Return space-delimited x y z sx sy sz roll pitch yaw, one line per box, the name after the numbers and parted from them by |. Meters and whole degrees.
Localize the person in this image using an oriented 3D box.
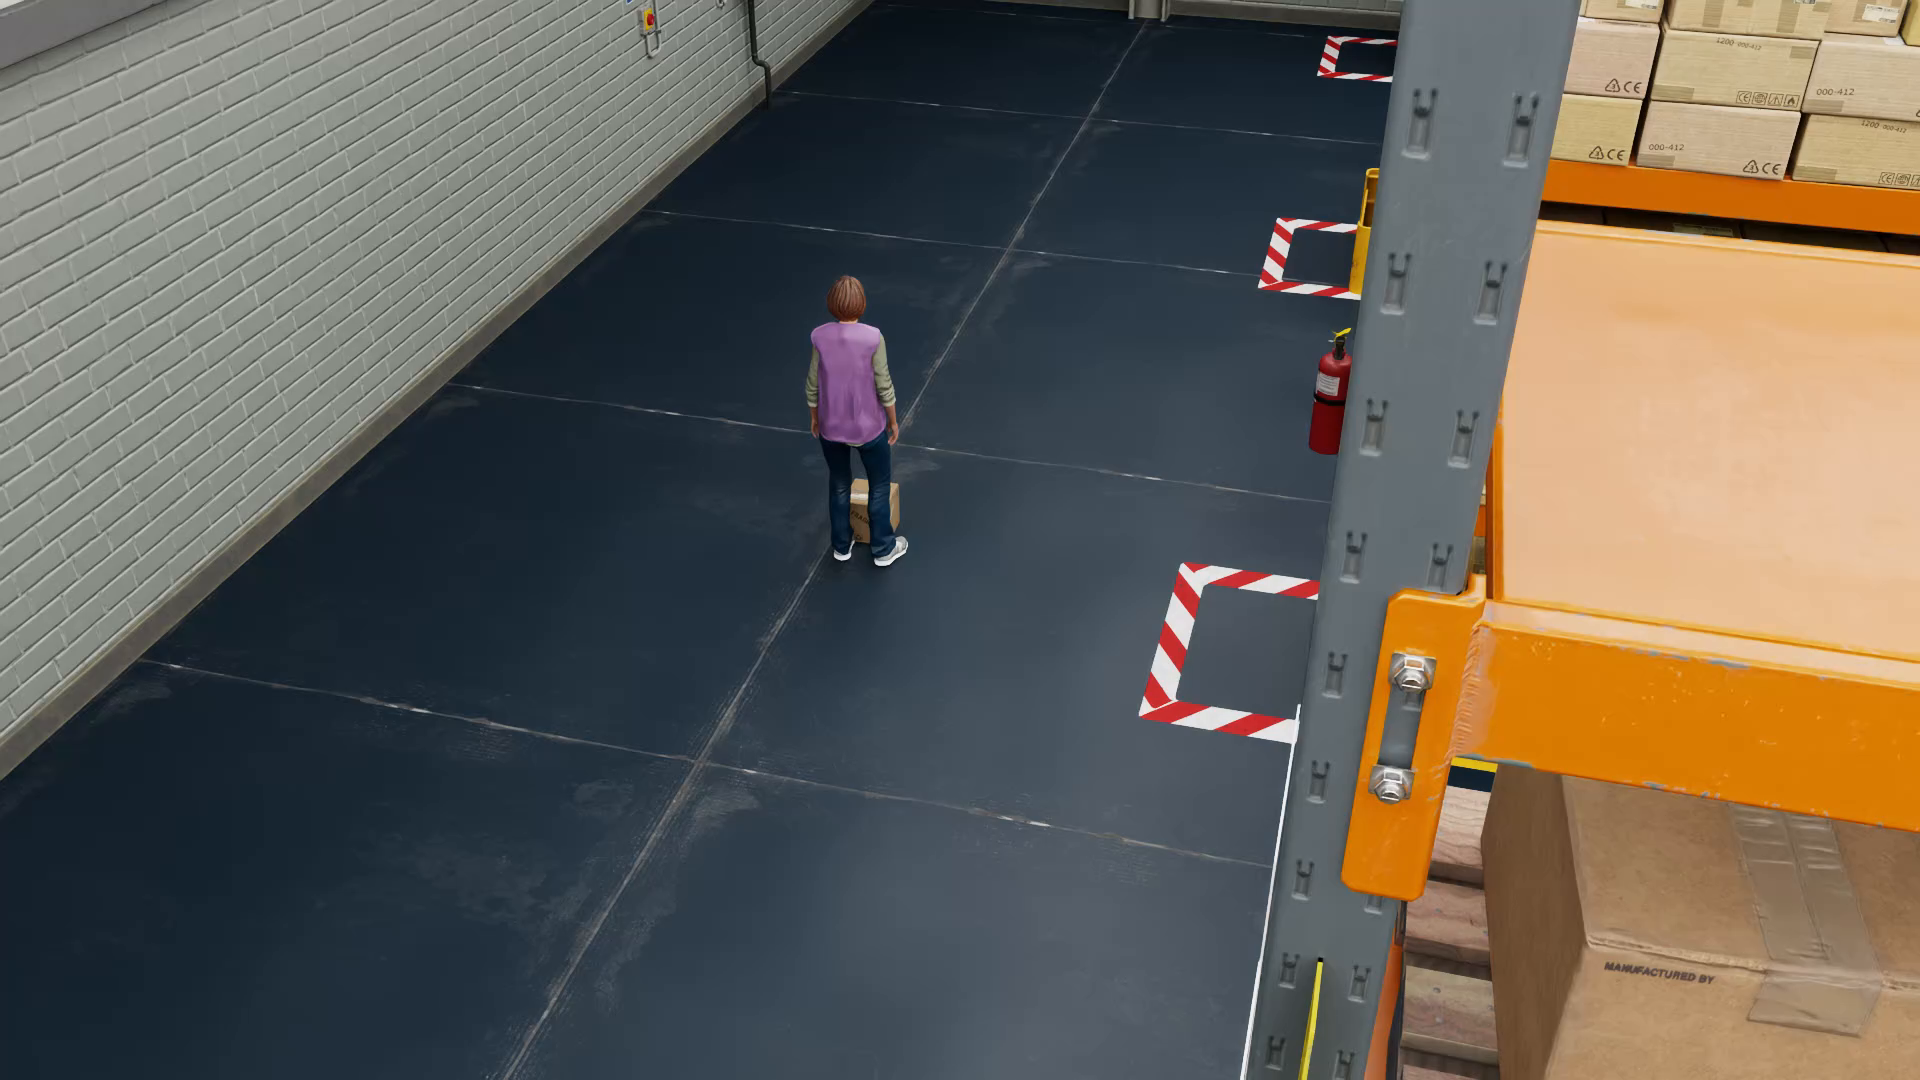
-0.543 -0.581 8.544 0.485 1.582 0.345 6 34 10 | person
